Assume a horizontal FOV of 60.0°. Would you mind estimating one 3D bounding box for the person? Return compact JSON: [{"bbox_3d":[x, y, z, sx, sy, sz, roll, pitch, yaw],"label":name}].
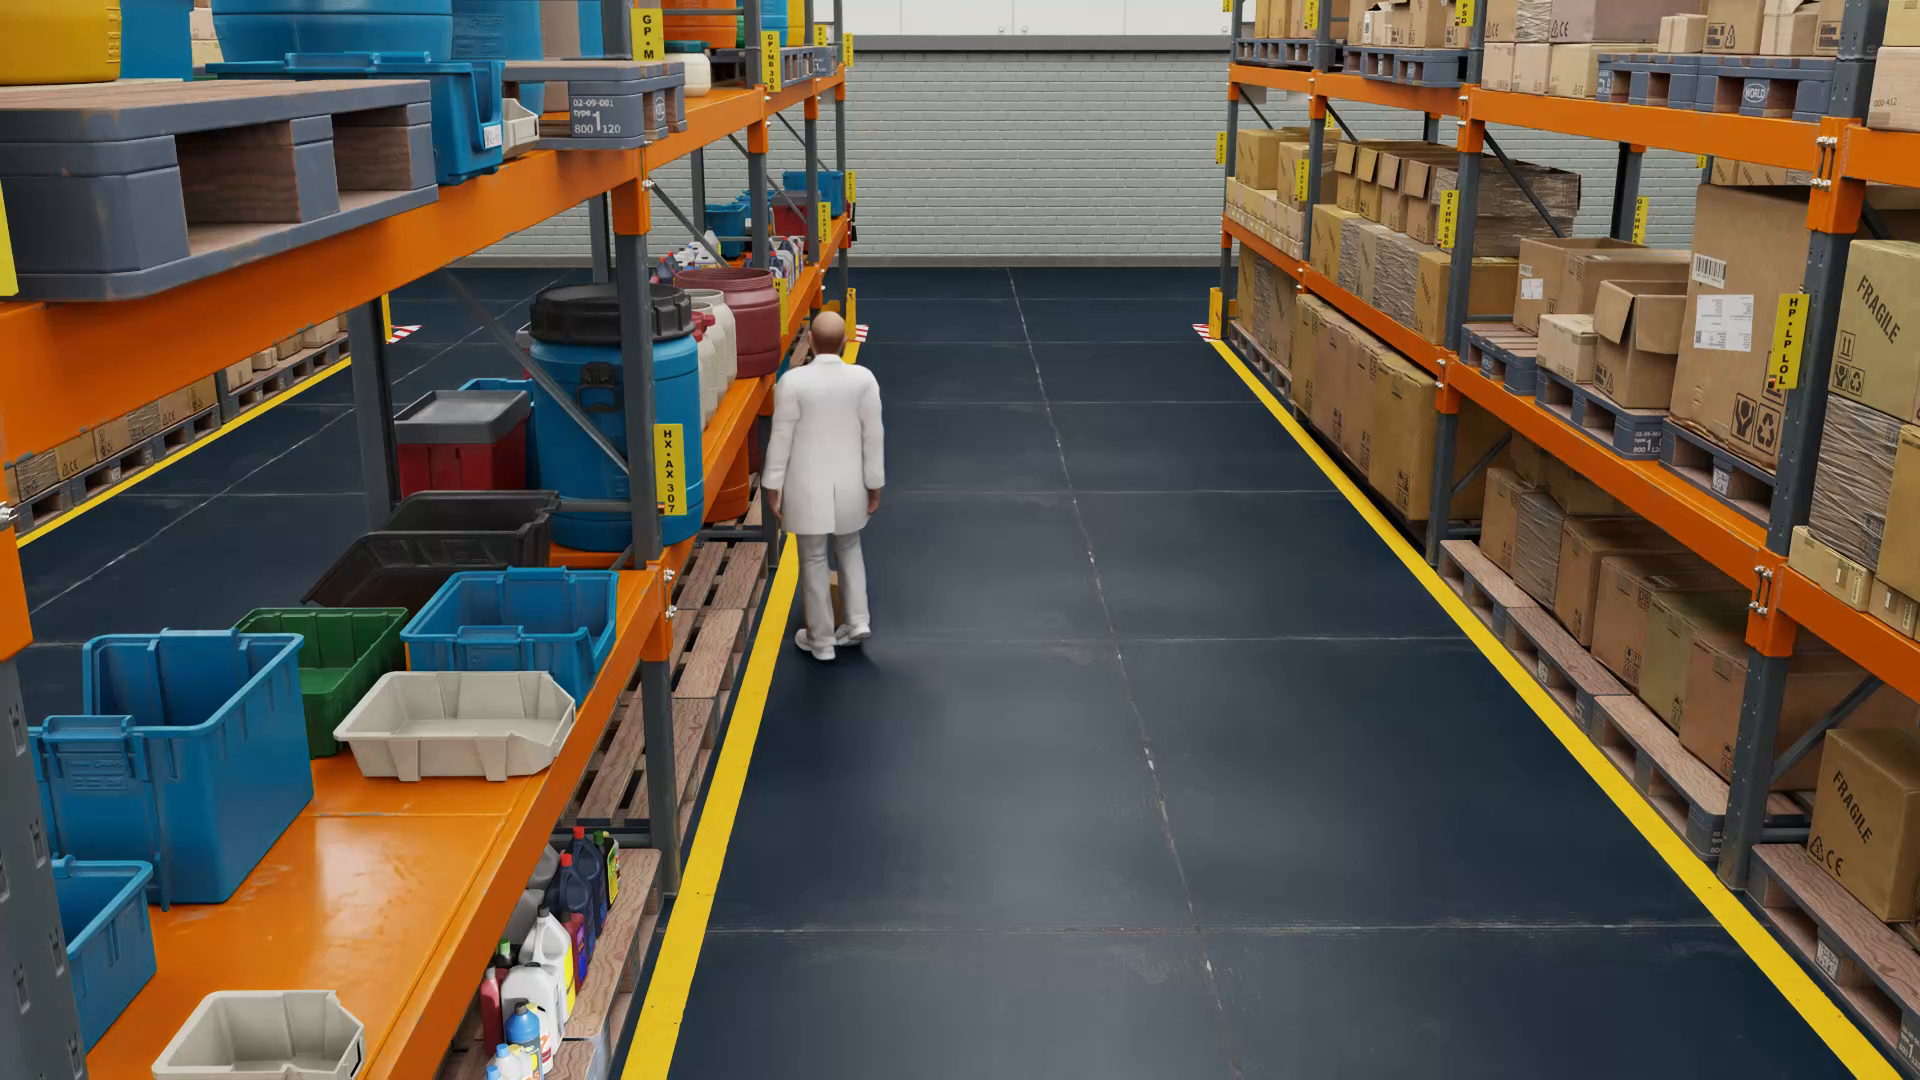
[{"bbox_3d":[-0.714,-0.254,8.478,0.626,1.842,0.429,-6,18,-20],"label":"person"}]
